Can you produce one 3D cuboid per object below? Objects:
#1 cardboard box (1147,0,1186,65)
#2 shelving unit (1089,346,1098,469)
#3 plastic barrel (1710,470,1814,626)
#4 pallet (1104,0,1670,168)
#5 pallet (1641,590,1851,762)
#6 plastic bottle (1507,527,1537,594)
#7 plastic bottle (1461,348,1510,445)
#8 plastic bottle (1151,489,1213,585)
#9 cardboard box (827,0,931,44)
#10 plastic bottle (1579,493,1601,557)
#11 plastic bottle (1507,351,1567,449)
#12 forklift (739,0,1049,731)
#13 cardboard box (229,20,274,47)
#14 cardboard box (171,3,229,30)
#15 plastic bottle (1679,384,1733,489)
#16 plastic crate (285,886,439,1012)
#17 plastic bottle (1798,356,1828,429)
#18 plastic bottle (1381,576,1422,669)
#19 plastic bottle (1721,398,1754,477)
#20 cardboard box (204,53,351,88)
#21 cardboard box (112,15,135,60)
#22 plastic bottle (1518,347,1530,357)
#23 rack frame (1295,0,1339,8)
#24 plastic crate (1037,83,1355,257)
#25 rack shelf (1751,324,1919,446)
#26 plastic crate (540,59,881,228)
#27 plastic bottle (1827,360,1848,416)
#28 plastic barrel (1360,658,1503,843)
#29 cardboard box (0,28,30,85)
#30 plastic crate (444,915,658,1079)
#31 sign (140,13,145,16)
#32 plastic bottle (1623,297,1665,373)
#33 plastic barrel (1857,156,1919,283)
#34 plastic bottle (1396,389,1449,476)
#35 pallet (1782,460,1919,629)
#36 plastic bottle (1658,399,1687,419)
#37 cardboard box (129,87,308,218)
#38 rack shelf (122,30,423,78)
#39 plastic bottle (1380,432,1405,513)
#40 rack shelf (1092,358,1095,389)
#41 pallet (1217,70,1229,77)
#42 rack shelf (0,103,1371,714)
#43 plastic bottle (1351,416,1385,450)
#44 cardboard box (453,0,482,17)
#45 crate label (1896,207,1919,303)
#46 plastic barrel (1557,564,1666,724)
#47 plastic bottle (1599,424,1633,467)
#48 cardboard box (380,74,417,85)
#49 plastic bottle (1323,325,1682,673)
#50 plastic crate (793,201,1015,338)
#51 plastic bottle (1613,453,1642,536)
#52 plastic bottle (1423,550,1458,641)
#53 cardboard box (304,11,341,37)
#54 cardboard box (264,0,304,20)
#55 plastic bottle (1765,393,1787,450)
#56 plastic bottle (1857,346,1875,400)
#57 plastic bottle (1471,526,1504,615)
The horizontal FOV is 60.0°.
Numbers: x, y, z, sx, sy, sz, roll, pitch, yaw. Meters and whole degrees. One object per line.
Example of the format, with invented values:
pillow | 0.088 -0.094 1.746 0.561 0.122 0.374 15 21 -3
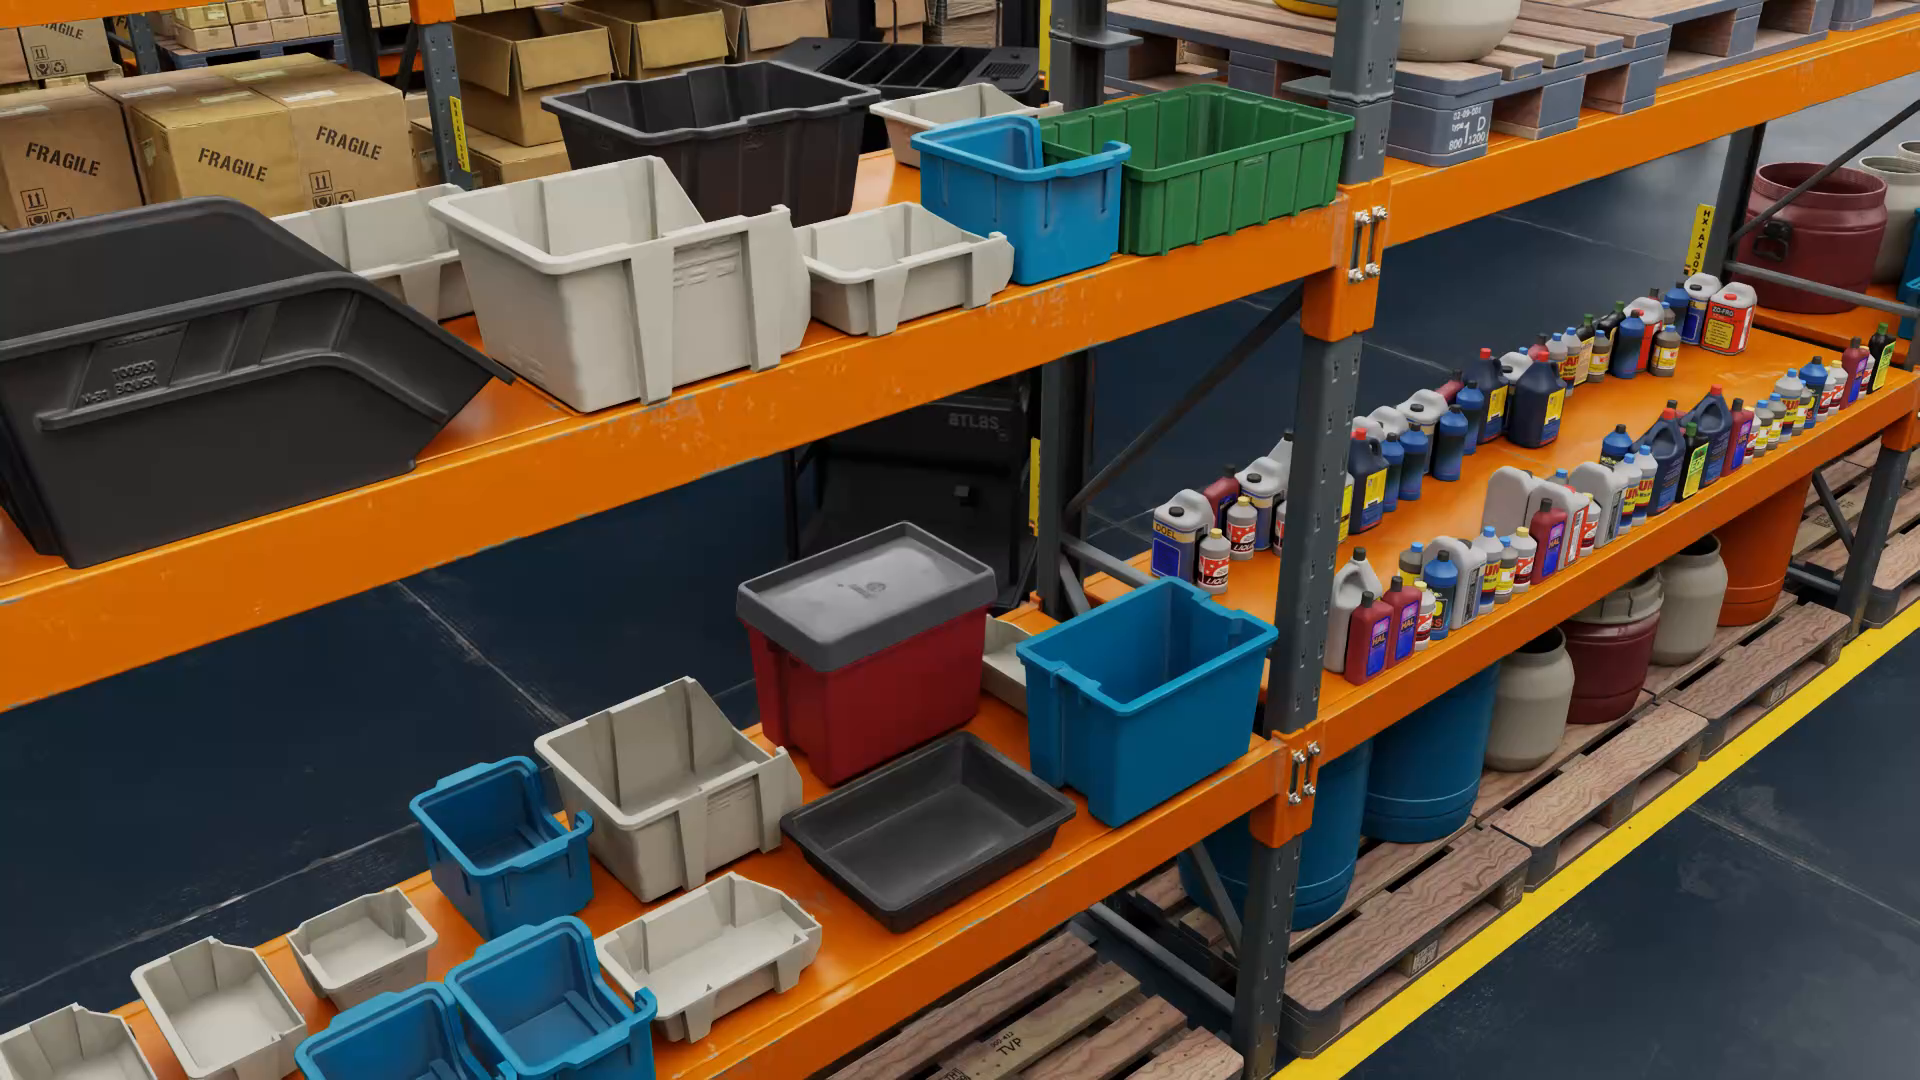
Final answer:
cardboard box | 1.177 -3.444 10.961 0.500 0.500 0.700 -16 32 -28
shelving unit | 0.566 -0.839 8.706 0.252 1.050 0.215 10 30 17
plastic barrel | 6.565 0.748 3.267 0.708 2.957 10.706 -22 35 -35
pallet | 1.137 -1.344 4.600 1.003 0.211 1.213 -22 35 -35
pallet | 3.074 0.433 7.216 1.213 0.211 1.003 -22 35 -35
plastic bottle | 1.736 0.056 5.173 0.097 0.201 0.097 0 28 0
plastic bottle | 1.929 -0.543 6.136 0.185 0.351 0.144 -22 35 -35
plastic bottle | 0.694 -0.011 5.220 0.135 0.276 0.152 -22 35 -35
cardboard box | -0.632 -2.899 9.322 0.637 0.503 0.797 -21 35 -34
plastic bottle | 2.013 -0.056 5.382 0.097 0.201 0.097 0 28 0
plastic bottle | 2.130 -0.530 6.111 0.185 0.351 0.144 -22 35 -35
forklift | -0.193 -0.967 6.950 1.130 2.935 3.031 6 29 11
cardboard box | -4.948 -3.531 11.497 0.250 0.149 0.380 -21 35 -34
cardboard box | -5.155 -3.576 11.264 0.250 0.149 0.380 -21 35 -34
plastic bottle | 2.598 -0.371 5.814 0.185 0.351 0.144 -22 35 -35
plastic crate | -1.297 0.895 3.609 0.250 0.136 0.298 -22 35 -35
plastic bottle | 3.193 -0.561 6.253 0.097 0.271 0.097 0 28 0
plastic bottle | 1.261 0.222 4.776 0.133 0.283 0.061 -22 35 -35
plastic bottle | 2.746 -0.375 5.893 0.133 0.283 0.061 -22 35 -35
cardboard box | -3.141 -1.946 7.757 0.500 0.500 0.500 -22 35 -35
cardboard box | -7.941 -4.904 16.053 0.875 0.875 0.875 -21 34 -34
plastic bottle | 2.123 -0.601 6.328 0.097 0.271 0.097 0 28 0
rack frame | 0.602 -2.476 3.336 0.053 2.616 0.949 -22 35 -35
plastic crate | 0.478 -0.821 3.646 0.662 0.188 0.450 -22 35 -35
rack shelf | 5.168 -1.347 8.352 4.000 0.370 1.077 -22 35 -35
plastic crate | -0.519 -0.813 3.545 0.590 0.269 0.497 -22 35 -35
plastic bottle | 3.341 -0.589 6.381 0.097 0.201 0.097 0 28 0
plastic barrel | 1.567 0.534 5.849 0.708 0.901 0.600 -22 35 -35
cardboard box | -6.334 -3.182 10.600 0.500 0.500 0.500 -23 36 -36
plastic crate | -0.808 0.990 3.330 0.300 0.233 0.416 -22 35 -35
sign | -5.395 -3.604 10.893 0.005 0.325 0.100 -22 35 -35
plastic bottle | 2.756 -0.840 6.771 0.135 0.276 0.152 -22 35 -35
plastic barrel | 4.291 -1.494 7.744 0.421 0.512 0.421 0 28 0
plastic bottle | 1.634 -0.389 5.927 0.135 0.276 0.152 -22 35 -35
pallet | 4.261 -0.046 8.112 1.213 0.211 1.003 -22 35 -35
plastic bottle | 2.512 -0.370 5.884 0.133 0.283 0.061 -22 35 -35
cardboard box | -3.171 -1.613 7.133 0.500 0.500 0.500 -21 35 -34
rack shelf | -4.232 -3.709 12.771 4.000 0.370 1.077 -22 35 -35
plastic bottle | 1.450 -0.236 5.646 0.097 0.271 0.097 0 28 0
rack shelf | 0.566 -0.829 8.711 0.240 0.259 0.215 10 30 17
pallet | 1.911 -3.365 11.567 1.213 0.211 1.003 -22 35 -35
rack shelf | -0.918 -0.223 3.066 4.000 0.370 1.077 -22 35 -35
plastic bottle | 1.355 -0.277 5.718 0.135 0.276 0.152 -22 35 -35
cardboard box | -3.767 -4.006 12.385 0.250 0.149 0.380 -21 34 -33
crate label | 4.578 -1.275 7.417 0.616 0.435 0.502 -22 35 -35
plastic barrel | 2.426 0.327 6.569 0.708 0.588 0.600 -22 35 -35
plastic bottle | 2.244 -0.269 5.707 0.097 0.271 0.097 0 28 0
cardboard box | -4.558 -3.466 12.964 0.500 0.250 0.500 -24 36 -37
plastic bottle | 1.973 -0.312 5.703 2.872 0.351 0.643 -22 35 -35
plastic crate | -0.117 -0.510 3.120 0.466 0.136 0.293 -22 35 -35
plastic bottle | 2.190 -0.157 5.499 0.097 0.271 0.097 0 28 0
plastic bottle | 1.411 0.156 4.912 0.097 0.271 0.097 0 28 0
cardboard box | -4.564 -3.683 11.780 0.250 0.149 0.380 -21 35 -34
cardboard box | -4.763 -3.735 11.562 0.250 0.149 0.380 -21 35 -34
plastic bottle | 2.970 -0.440 6.102 0.097 0.201 0.097 0 28 0
plastic bottle | 3.516 -0.660 6.513 0.097 0.201 0.097 0 28 0
plastic bottle | 1.587 0.085 5.045 0.097 0.271 0.097 0 28 0
